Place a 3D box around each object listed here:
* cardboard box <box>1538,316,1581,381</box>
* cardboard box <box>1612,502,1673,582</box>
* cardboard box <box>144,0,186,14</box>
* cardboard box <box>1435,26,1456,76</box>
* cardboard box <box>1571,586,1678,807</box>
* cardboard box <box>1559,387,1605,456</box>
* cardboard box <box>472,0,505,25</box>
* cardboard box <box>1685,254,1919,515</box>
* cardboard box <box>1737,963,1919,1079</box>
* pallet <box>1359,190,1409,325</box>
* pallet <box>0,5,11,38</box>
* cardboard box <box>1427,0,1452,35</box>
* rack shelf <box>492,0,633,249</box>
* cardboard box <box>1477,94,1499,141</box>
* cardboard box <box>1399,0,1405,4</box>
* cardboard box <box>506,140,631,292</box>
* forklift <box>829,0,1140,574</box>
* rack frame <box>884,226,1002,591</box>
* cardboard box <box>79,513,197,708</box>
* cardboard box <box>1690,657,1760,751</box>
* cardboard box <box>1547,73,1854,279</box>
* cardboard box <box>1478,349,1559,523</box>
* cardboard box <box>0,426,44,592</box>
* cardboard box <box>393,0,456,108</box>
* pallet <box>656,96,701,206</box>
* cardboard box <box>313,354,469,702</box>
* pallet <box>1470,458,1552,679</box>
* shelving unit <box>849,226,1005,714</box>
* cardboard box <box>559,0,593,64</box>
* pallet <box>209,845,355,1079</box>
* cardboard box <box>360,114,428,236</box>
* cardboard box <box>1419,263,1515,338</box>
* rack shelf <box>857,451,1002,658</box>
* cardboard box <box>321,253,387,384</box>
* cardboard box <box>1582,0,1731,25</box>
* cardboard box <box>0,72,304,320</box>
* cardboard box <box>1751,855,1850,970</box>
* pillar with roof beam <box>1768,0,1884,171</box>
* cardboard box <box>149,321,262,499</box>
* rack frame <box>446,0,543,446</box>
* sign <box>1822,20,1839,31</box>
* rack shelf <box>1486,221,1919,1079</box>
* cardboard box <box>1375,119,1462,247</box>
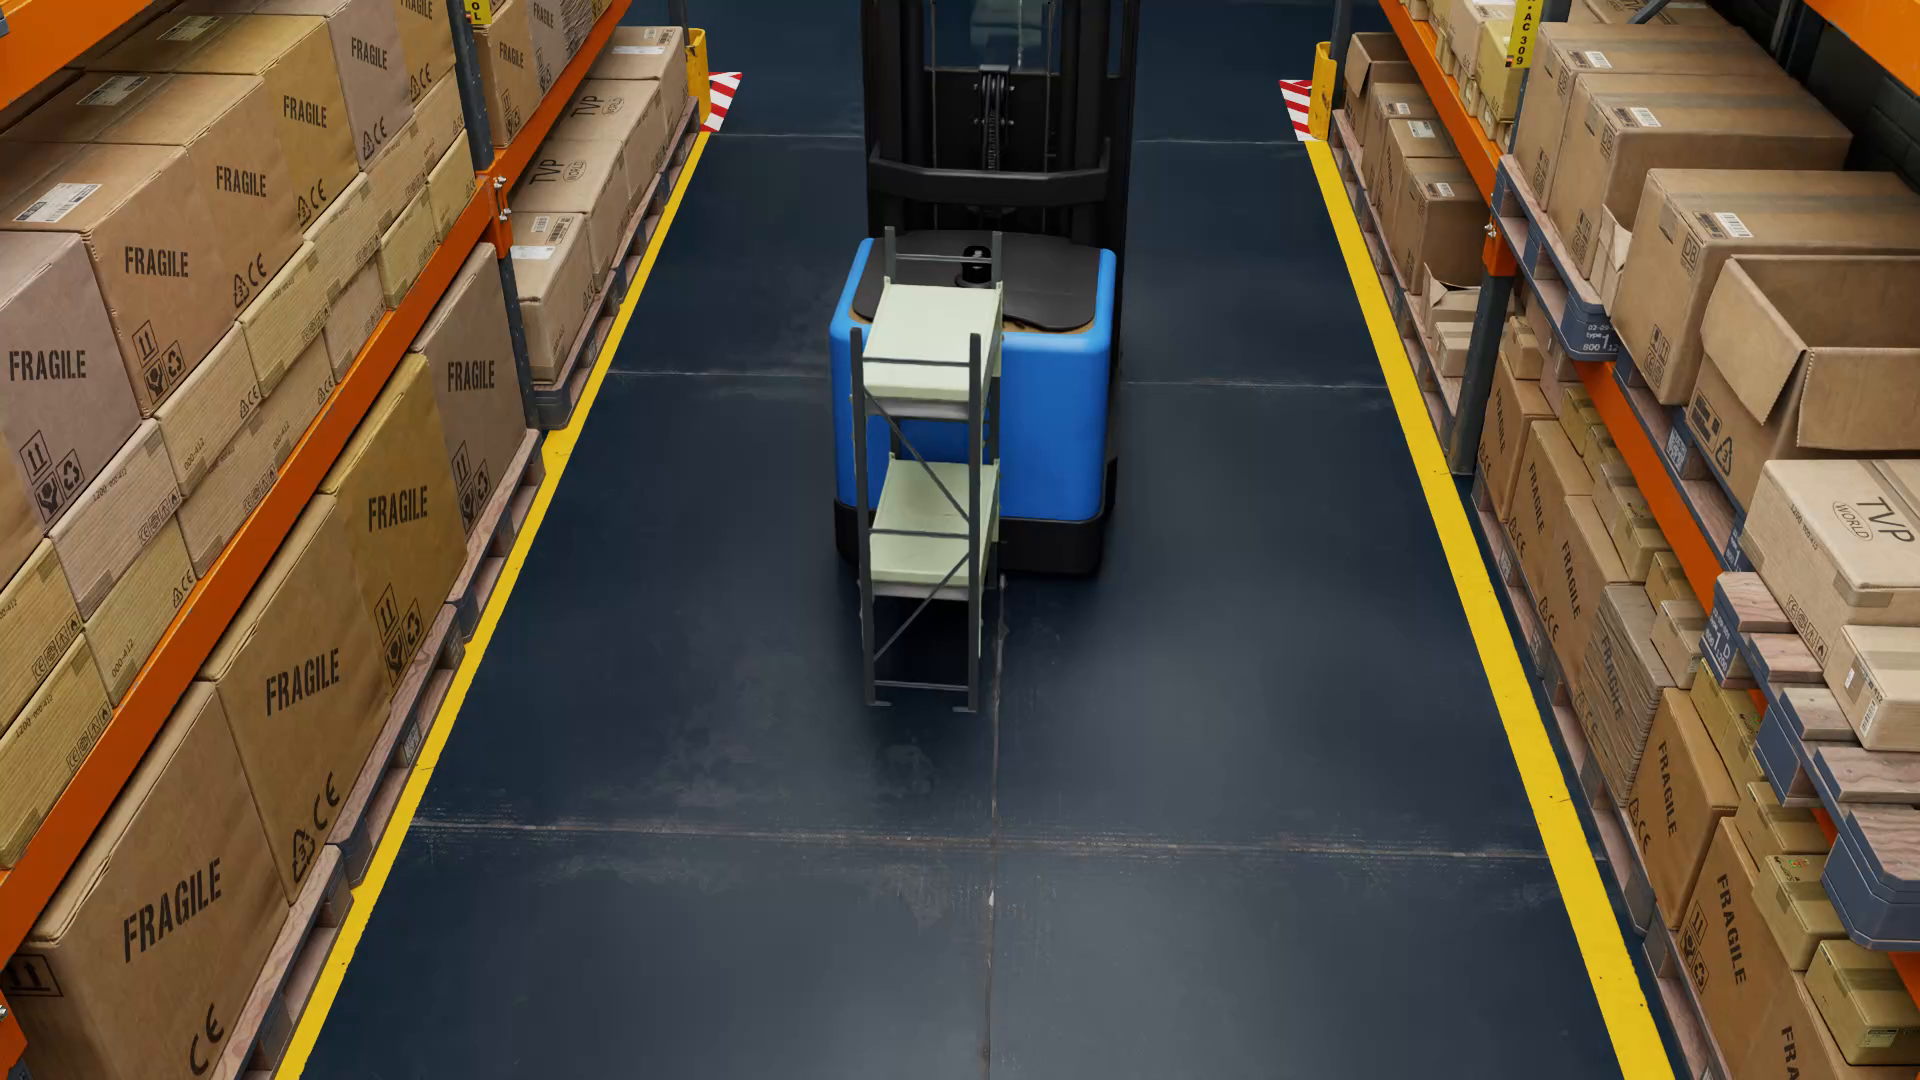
[{"bbox_3d":[2.369,-0.710,6.137,0.380,0.149,0.250,0,35,0],"label":"cardboard box"},{"bbox_3d":[2.342,0.013,5.367,0.380,0.149,0.250,3,35,4],"label":"cardboard box"},{"bbox_3d":[-2.645,-1.547,5.386,0.500,0.500,0.500,1,35,2],"label":"cardboard box"},{"bbox_3d":[2.368,-2.207,7.501,0.380,0.149,0.250,1,35,1],"label":"cardboard box"},{"bbox_3d":[2.305,0.491,5.252,0.500,0.500,0.500,0,35,0],"label":"cardboard box"},{"bbox_3d":[2.399,-0.430,5.997,0.380,0.149,0.250,0,35,-1],"label":"cardboard box"},{"bbox_3d":[-2.086,-2.354,6.534,0.500,0.500,0.500,2,35,2],"label":"cardboard box"},{"bbox_3d":[2.332,-0.382,4.229,0.797,0.503,0.637,1,35,1],"label":"cardboard box"},{"bbox_3d":[2.254,1.377,3.990,0.500,0.500,0.500,2,35,3],"label":"cardboard box"},{"bbox_3d":[2.687,-1.480,8.673,1.003,0.211,1.213,1,35,2],"label":"pallet"},{"bbox_3d":[-2.535,-0.859,2.919,1.213,0.211,1.003,3,35,4],"label":"pallet"},{"bbox_3d":[2.428,-2.457,7.509,0.500,0.250,0.500,1,35,2],"label":"cardboard box"},{"bbox_3d":[-2.267,-2.491,8.311,1.077,0.370,4.000,1,35,2],"label":"rack shelf"},{"bbox_3d":[2.362,-1.760,6.864,0.380,0.149,0.250,2,35,3],"label":"cardboard box"},{"bbox_3d":[2.384,-2.798,8.340,0.380,0.149,0.250,0,35,1],"label":"cardboard box"},{"bbox_3d":[-2.180,-1.632,8.327,0.875,0.438,0.875,0,35,0],"label":"cardboard box"},{"bbox_3d":[0.183,-1.900,6.905,1.130,2.935,3.031,4,35,5],"label":"forklift"},{"bbox_3d":[-0.057,-0.435,6.065,0.400,1.500,0.023,4,35,5],"label":"rack frame"},{"bbox_3d":[-2.234,0.153,4.055,0.500,0.250,0.500,0,35,1],"label":"cardboard box"},{"bbox_3d":[2.318,0.469,4.719,0.380,0.149,0.250,1,35,1],"label":"cardboard box"},{"bbox_3d":[2.349,-1.166,5.348,0.700,0.500,0.500,2,35,2],"label":"cardboard box"},{"bbox_3d":[2.368,-0.400,6.519,0.500,0.500,0.500,3,35,4],"label":"cardboard box"},{"bbox_3d":[-2.244,-0.066,3.278,0.500,0.500,0.500,0,35,0],"label":"cardboard box"},{"bbox_3d":[-2.115,-1.824,5.780,0.500,0.500,0.500,2,35,3],"label":"cardboard box"},{"bbox_3d":[-2.141,-2.332,9.885,1.003,0.211,1.213,1,35,2],"label":"pallet"},{"bbox_3d":[-2.321,-0.061,5.711,0.875,0.875,0.875,2,35,3],"label":"cardboard box"},{"bbox_3d":[2.617,0.085,6.445,1.003,0.211,1.213,1,35,2],"label":"pallet"},{"bbox_3d":[-0.096,-0.226,5.768,0.431,1.500,0.755,4,35,5],"label":"shelving unit"},{"bbox_3d":[-2.016,-2.515,7.633,0.500,0.500,0.500,2,35,2],"label":"cardboard box"},{"bbox_3d":[-2.401,1.352,4.643,1.003,0.211,1.213,1,35,2],"label":"pallet"},{"bbox_3d":[-2.135,-1.233,5.592,0.500,0.250,0.500,2,35,3],"label":"cardboard box"},{"bbox_3d":[2.356,-1.109,7.732,0.396,0.266,0.258,3,35,4],"label":"cardboard box"},{"bbox_3d":[-0.096,0.040,5.955,0.431,0.370,0.720,4,35,5],"label":"rack shelf"},{"bbox_3d":[-2.175,-0.729,5.309,0.500,0.250,0.500,0,35,1],"label":"cardboard box"},{"bbox_3d":[2.915,-2.151,7.073,0.500,0.250,0.500,1,35,1],"label":"cardboard box"},{"bbox_3d":[-2.174,-0.938,4.519,0.500,0.500,0.500,2,35,3],"label":"cardboard box"},{"bbox_3d":[2.198,0.913,4.087,0.380,0.149,0.250,0,35,-1],"label":"cardboard box"},{"bbox_3d":[-0.761,-4.457,5.265,9.100,9.000,0.400,1,35,2],"label":"pillar with roof beam"},{"bbox_3d":[-2.187,-0.350,4.334,0.500,0.250,0.500,1,35,2],"label":"cardboard box"},{"bbox_3d":[-2.348,-1.636,6.469,1.000,3.000,0.127,1,35,2],"label":"rack frame"},{"bbox_3d":[3.167,-1.987,5.961,0.100,0.325,0.005,1,35,2],"label":"sign"},{"bbox_3d":[2.532,-0.080,4.881,1.077,0.370,4.000,1,35,2],"label":"rack shelf"},{"bbox_3d":[2.459,-1.830,8.554,0.500,0.500,0.500,2,35,3],"label":"cardboard box"}]
